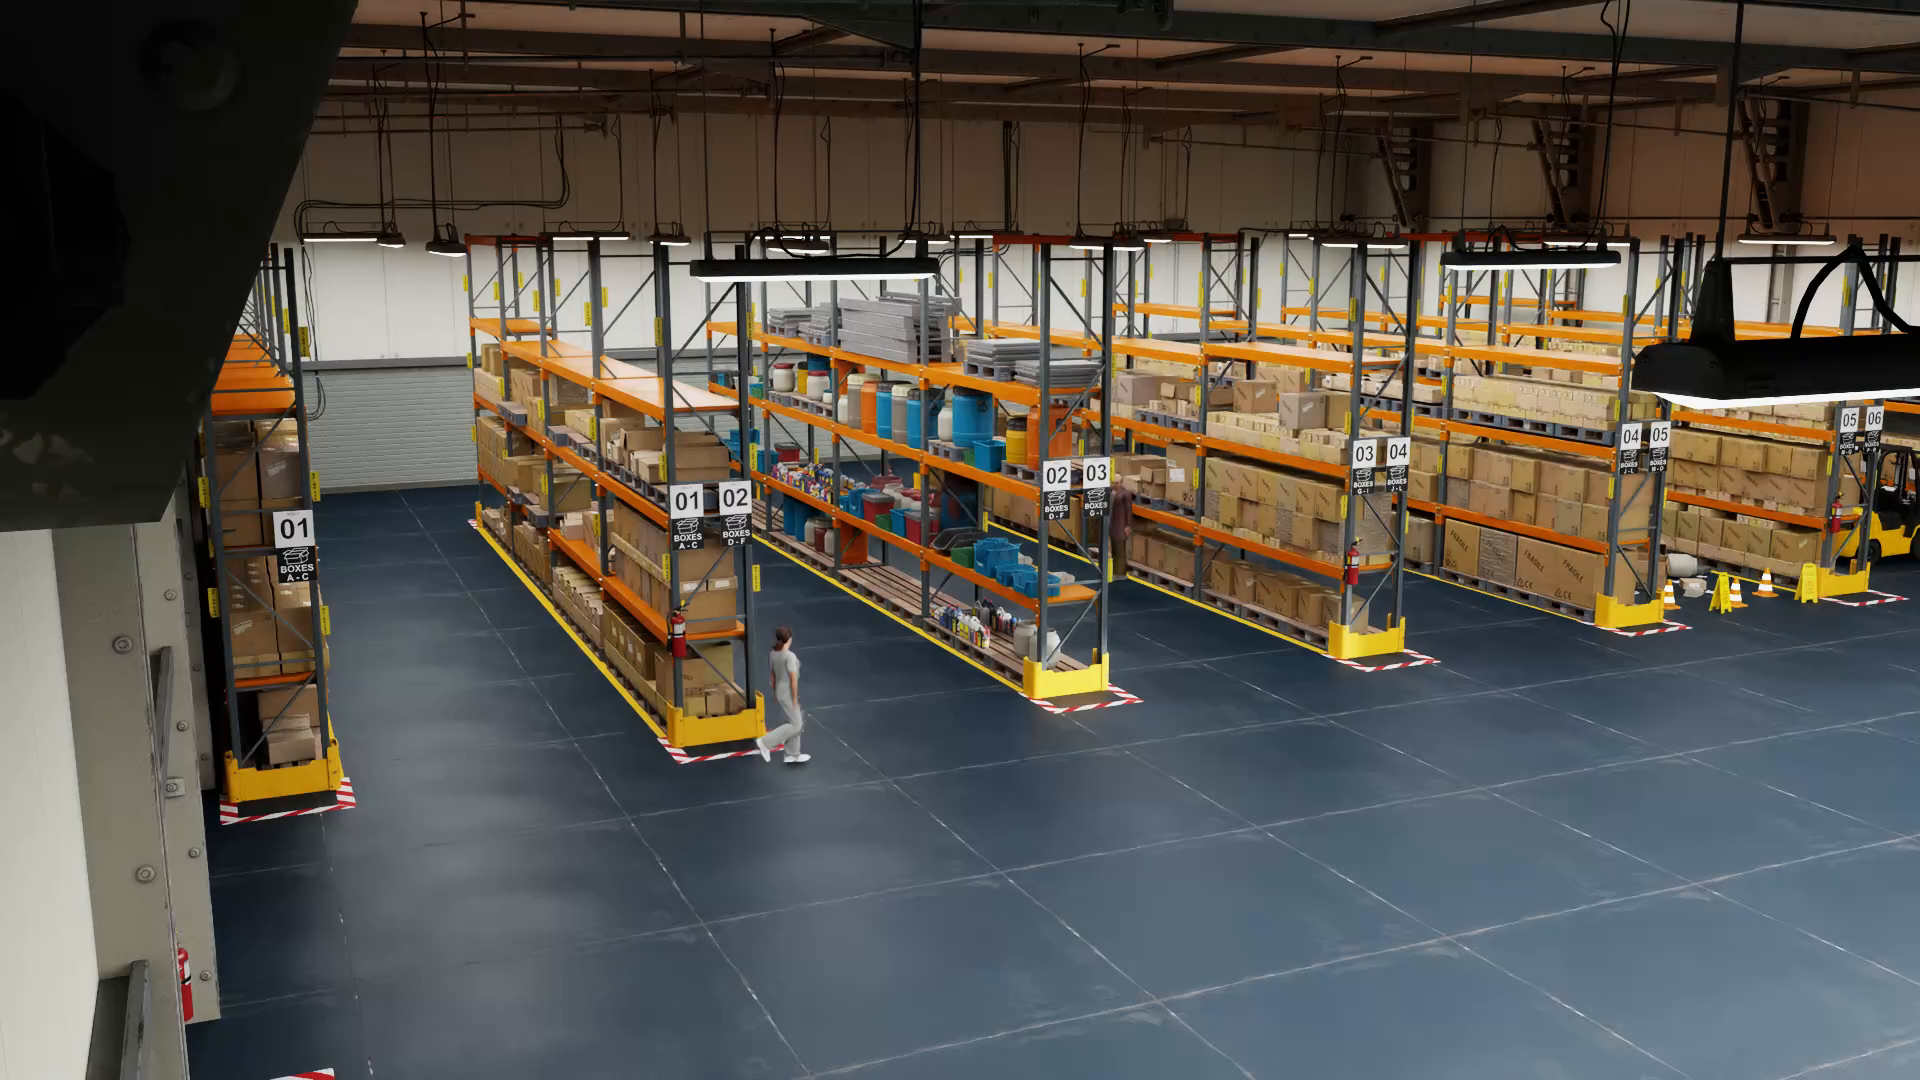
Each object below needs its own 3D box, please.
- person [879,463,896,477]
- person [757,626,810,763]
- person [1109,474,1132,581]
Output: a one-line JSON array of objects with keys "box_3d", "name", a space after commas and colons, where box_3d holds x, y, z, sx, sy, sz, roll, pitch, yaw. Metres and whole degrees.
[{"box_3d": [-1.413, -0.706, 32.910, 0.481, 1.463, 0.639, -5, 12, -22], "name": "person"}, {"box_3d": [-2.073, 1.815, 19.389, 0.624, 1.650, 0.437, -2, 11, -9], "name": "person"}, {"box_3d": [2.612, -0.237, 28.156, 0.444, 1.792, 0.615, -4, 12, -19], "name": "person"}]
